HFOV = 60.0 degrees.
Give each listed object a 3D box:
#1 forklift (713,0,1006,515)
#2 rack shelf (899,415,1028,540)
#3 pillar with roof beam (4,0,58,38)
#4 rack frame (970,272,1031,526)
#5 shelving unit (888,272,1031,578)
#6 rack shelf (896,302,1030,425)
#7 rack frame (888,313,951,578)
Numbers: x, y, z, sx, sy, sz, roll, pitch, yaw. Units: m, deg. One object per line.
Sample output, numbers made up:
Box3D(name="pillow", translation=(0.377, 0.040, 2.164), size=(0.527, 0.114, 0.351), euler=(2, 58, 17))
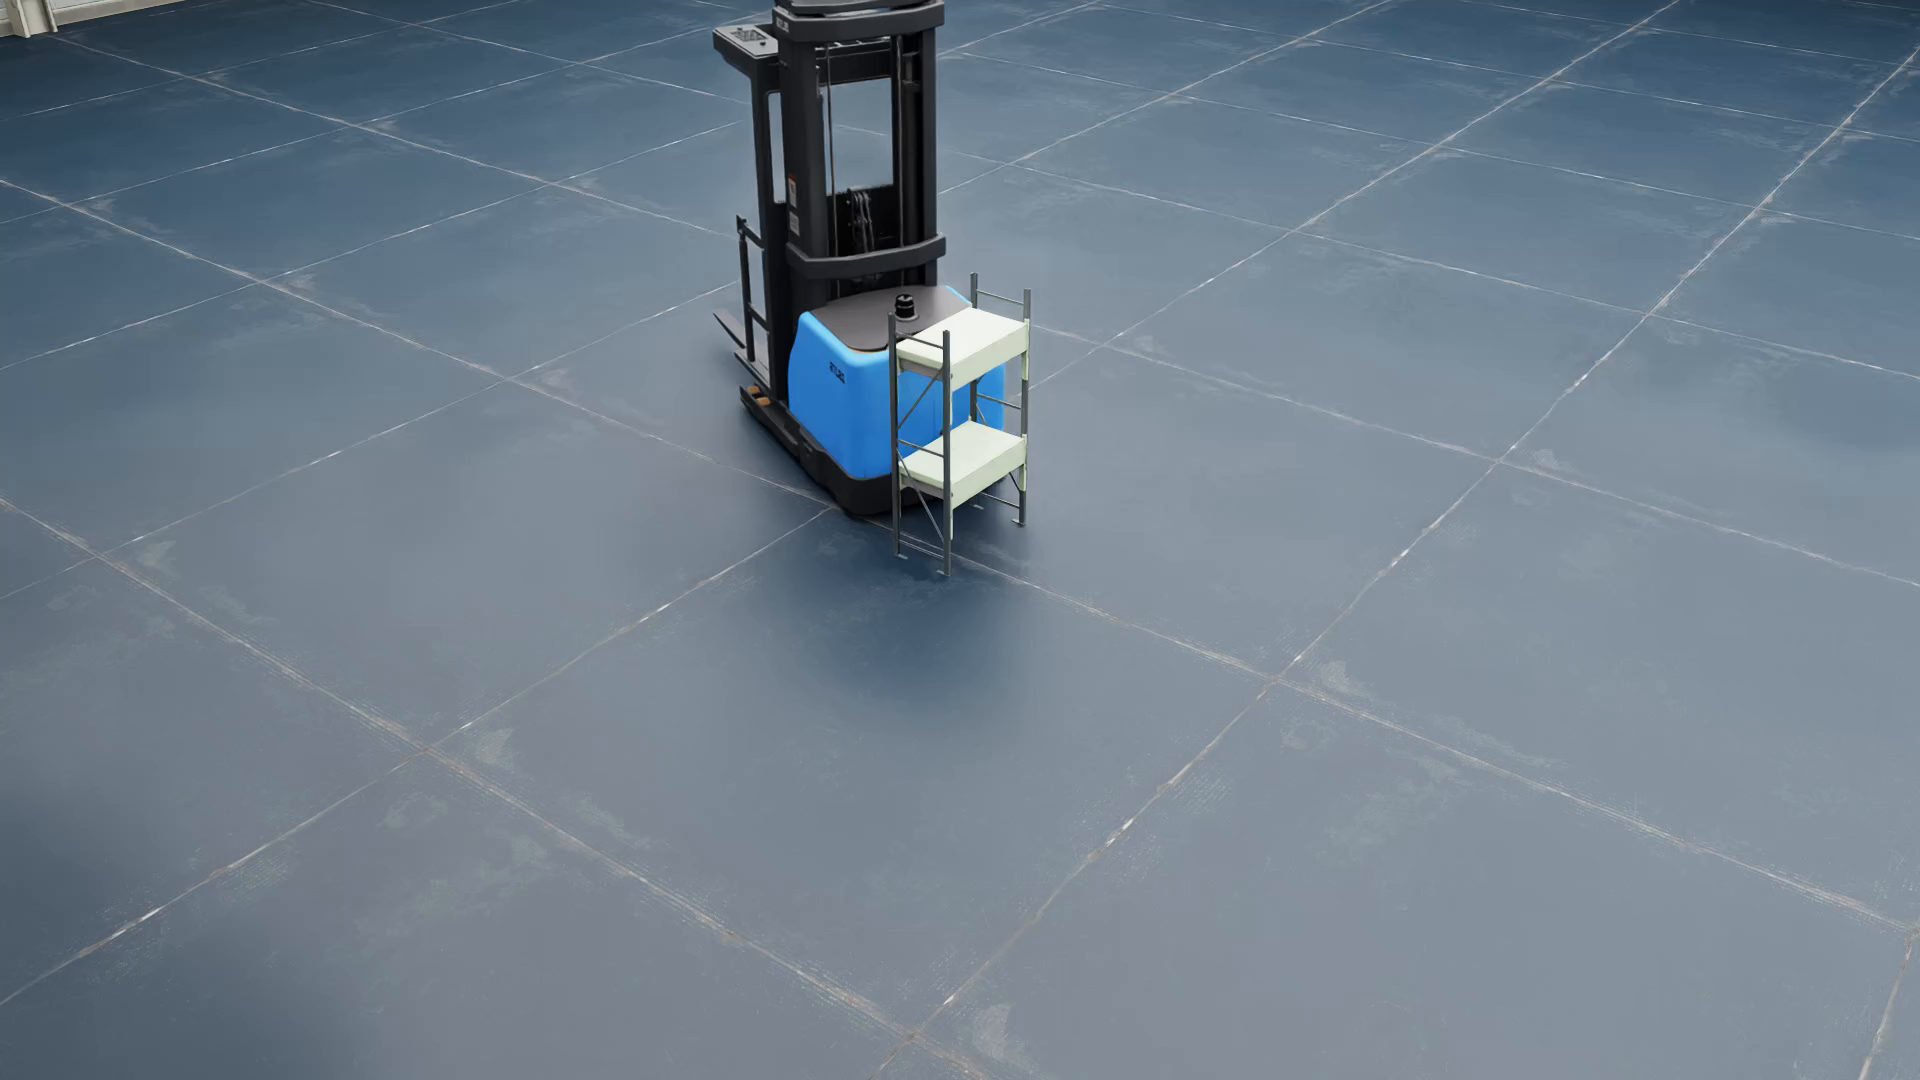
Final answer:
Box3D(name="forklift", translation=(-0.826, -2.136, 10.480), size=(1.130, 2.935, 3.031), euler=(-14, 34, -23))
Box3D(name="rack shelf", translation=(0.004, -0.367, 9.538), size=(0.431, 0.370, 0.720), euler=(21, 37, 31))
Box3D(name="pillar with roof beam", translation=(-7.742, -8.681, 15.572), size=(9.100, 9.000, 0.400), euler=(21, 37, 31))
Box3D(name="rack frame", translation=(0.225, -0.797, 9.623), size=(0.400, 1.500, 0.023), euler=(21, 37, 31))
Box3D(name="shelving unit", translation=(0.004, -0.648, 9.372), size=(0.431, 1.500, 0.755), euler=(21, 37, 31))
Box3D(name="rack shelf", translation=(0.004, -0.984, 9.173), size=(0.431, 0.370, 0.720), euler=(21, 37, 31))
Box3D(name="rack frame", translation=(-0.217, -0.499, 9.121), size=(0.400, 1.500, 0.023), euler=(21, 37, 31))
